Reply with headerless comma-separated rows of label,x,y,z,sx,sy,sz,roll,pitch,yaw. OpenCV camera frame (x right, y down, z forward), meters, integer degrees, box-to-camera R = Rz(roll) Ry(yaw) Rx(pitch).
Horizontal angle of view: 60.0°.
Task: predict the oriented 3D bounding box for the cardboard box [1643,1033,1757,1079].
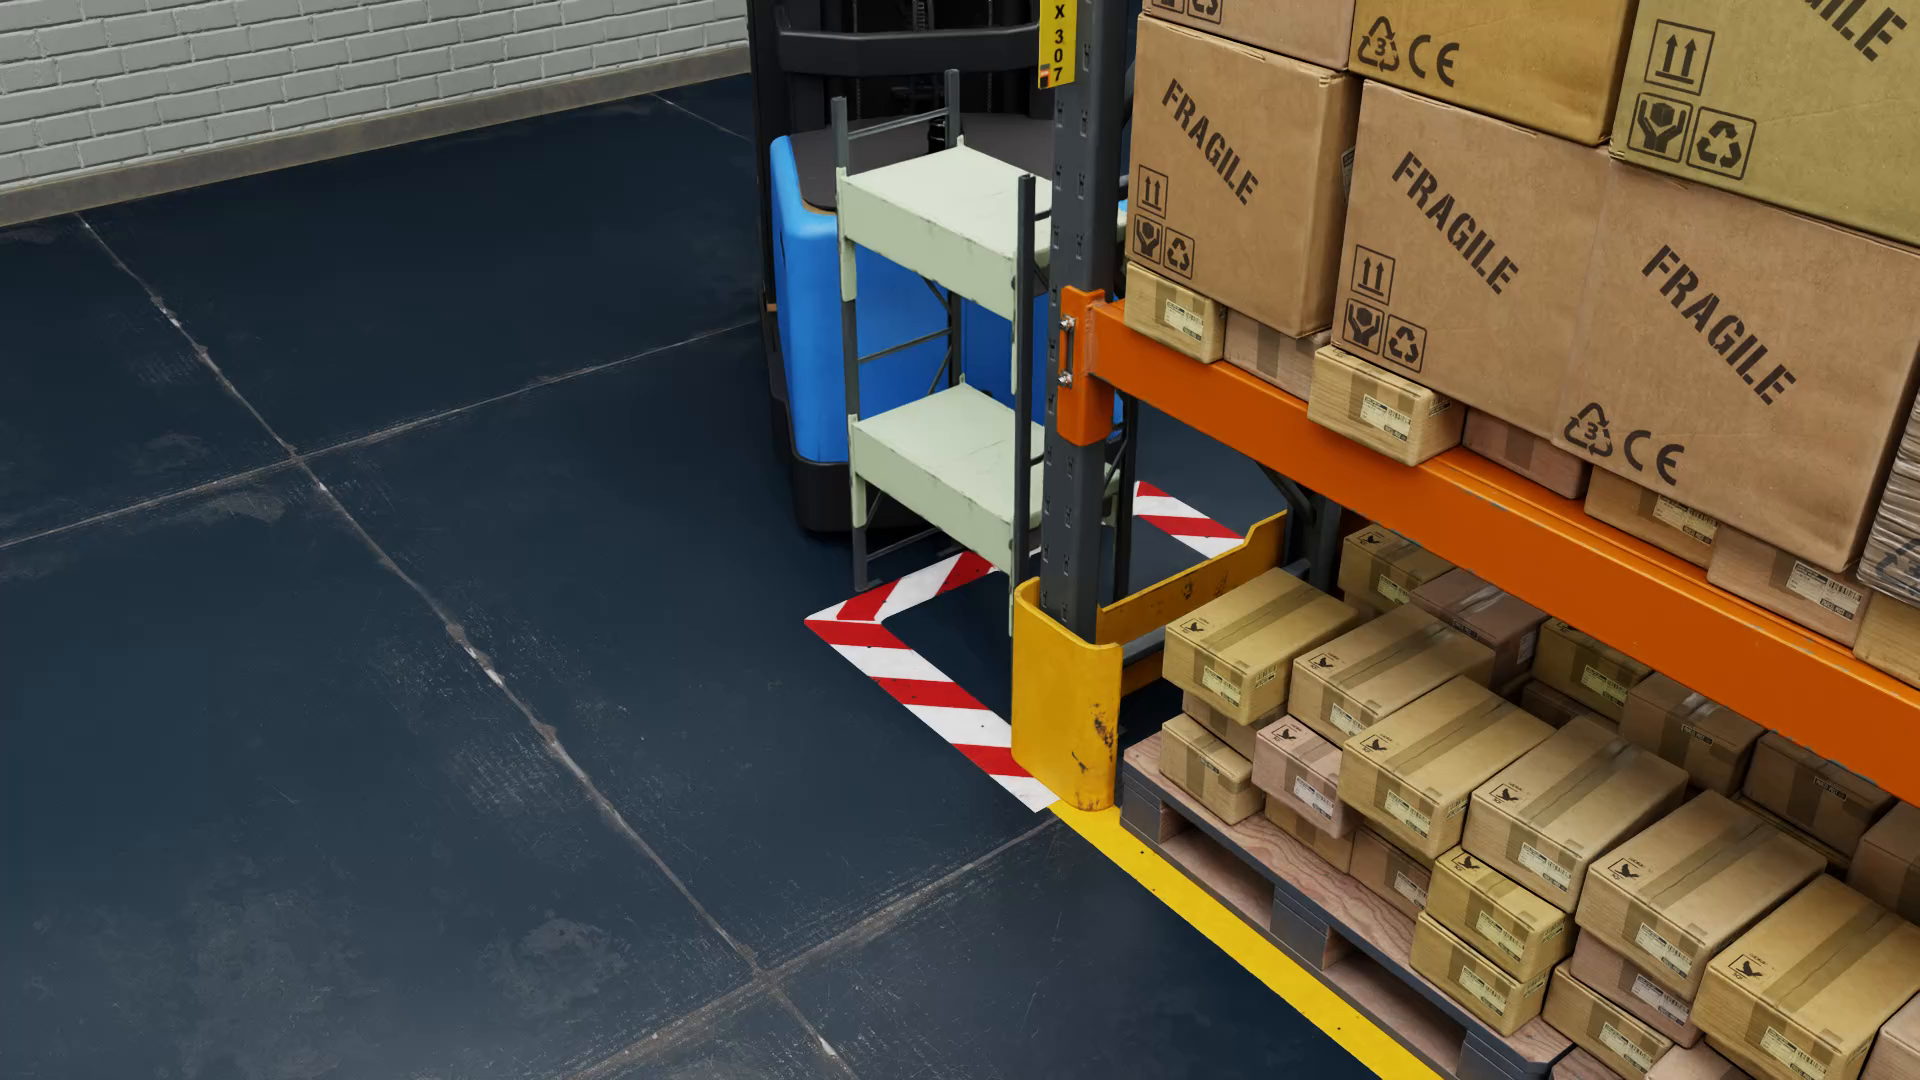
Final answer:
cardboard box,1.465,1.015,3.077,0.380,0.149,0.250,-24,39,-34

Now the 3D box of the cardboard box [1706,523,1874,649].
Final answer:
cardboard box,1.422,-0.006,2.655,0.380,0.149,0.250,-23,39,-32

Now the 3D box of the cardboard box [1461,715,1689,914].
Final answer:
cardboard box,1.215,0.534,3.287,0.380,0.149,0.250,-24,39,-34

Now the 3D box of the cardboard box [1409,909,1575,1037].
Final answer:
cardboard box,1.149,0.808,3.411,0.380,0.149,0.250,-22,38,-31

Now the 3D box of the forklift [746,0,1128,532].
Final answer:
forklift,-0.210,-2.004,5.759,1.129,2.867,3.031,-5,32,-7

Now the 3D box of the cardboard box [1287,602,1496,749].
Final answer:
cardboard box,0.944,0.311,3.646,0.380,0.149,0.250,-22,38,-31

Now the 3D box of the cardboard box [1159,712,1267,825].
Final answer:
cardboard box,0.696,0.482,3.935,0.380,0.149,0.250,-21,38,-30

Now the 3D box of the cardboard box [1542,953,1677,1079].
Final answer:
cardboard box,1.380,0.883,3.289,0.380,0.149,0.250,-22,38,-31

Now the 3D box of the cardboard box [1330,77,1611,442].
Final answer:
cardboard box,1.033,-0.550,2.916,0.500,0.500,0.500,-22,38,-31

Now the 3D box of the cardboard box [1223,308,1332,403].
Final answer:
cardboard box,0.756,-0.432,3.341,0.380,0.149,0.250,-21,37,-30

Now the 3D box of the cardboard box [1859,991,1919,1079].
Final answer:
cardboard box,1.733,0.851,2.776,0.380,0.149,0.250,-22,38,-31

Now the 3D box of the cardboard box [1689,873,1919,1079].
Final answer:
cardboard box,1.503,0.777,2.895,0.380,0.149,0.250,-22,38,-31

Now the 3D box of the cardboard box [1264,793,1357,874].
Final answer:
cardboard box,0.921,0.564,3.802,0.380,0.149,0.250,-22,38,-32

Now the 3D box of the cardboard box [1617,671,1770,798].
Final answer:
cardboard box,1.629,0.364,3.561,0.380,0.149,0.250,-24,39,-33

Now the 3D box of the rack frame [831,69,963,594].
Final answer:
rack frame,-0.159,-0.544,4.697,0.400,1.500,0.023,-23,39,-32

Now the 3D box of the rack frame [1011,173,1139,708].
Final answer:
rack frame,0.298,-0.241,4.211,0.400,1.500,0.023,-23,39,-32

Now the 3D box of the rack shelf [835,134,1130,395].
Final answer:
rack shelf,0.067,-0.722,4.245,0.431,0.370,0.720,-23,39,-32

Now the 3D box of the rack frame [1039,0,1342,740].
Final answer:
rack frame,0.627,-0.873,3.812,1.000,3.000,0.127,-22,38,-31

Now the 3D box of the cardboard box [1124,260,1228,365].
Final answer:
cardboard box,0.567,-0.525,3.490,0.380,0.149,0.250,-23,38,-32

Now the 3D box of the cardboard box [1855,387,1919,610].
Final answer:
cardboard box,1.641,-0.132,2.242,0.500,0.500,0.500,-23,39,-33

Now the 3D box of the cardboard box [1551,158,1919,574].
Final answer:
cardboard box,1.323,-0.342,2.581,0.500,0.500,0.500,-22,38,-31

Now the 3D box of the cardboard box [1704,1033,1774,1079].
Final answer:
cardboard box,1.598,0.862,3.041,0.380,0.149,0.250,-20,37,-29

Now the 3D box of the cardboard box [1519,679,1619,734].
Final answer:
cardboard box,1.496,0.377,3.822,0.380,0.149,0.250,-24,39,-33

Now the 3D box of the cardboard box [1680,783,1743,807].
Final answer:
cardboard box,1.580,0.522,3.588,0.380,0.149,0.250,-23,38,-32

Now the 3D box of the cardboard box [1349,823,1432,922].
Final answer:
cardboard box,1.079,0.666,3.639,0.380,0.149,0.250,-22,38,-31

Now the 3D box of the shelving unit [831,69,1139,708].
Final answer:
shelving unit,0.070,-0.392,4.454,0.431,1.500,0.755,-23,39,-32

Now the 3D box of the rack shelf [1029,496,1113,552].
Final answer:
rack shelf,0.071,-0.177,4.590,0.332,0.071,0.664,-23,39,-32

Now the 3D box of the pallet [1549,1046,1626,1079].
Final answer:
pallet,1.888,1.202,3.115,1.003,0.211,1.213,-22,38,-31

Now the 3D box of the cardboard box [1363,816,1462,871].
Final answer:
cardboard box,1.089,0.541,3.559,0.380,0.149,0.250,-22,38,-31

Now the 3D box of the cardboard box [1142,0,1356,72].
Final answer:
cardboard box,0.693,-1.193,3.004,0.500,0.500,0.500,-23,38,-32

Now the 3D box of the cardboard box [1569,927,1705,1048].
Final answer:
cardboard box,1.399,0.763,3.201,0.380,0.149,0.250,-24,39,-34

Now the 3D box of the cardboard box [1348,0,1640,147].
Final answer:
cardboard box,1.007,-0.985,2.669,0.500,0.500,0.500,-21,38,-30

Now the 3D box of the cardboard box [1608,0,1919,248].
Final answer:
cardboard box,1.309,-0.761,2.308,0.500,0.500,0.500,-23,39,-32

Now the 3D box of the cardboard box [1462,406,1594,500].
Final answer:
cardboard box,1.146,-0.239,3.030,0.380,0.149,0.250,-20,37,-29

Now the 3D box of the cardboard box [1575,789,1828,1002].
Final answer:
cardboard box,1.378,0.653,3.096,0.380,0.149,0.250,-21,37,-30

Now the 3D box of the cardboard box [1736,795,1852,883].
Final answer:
cardboard box,1.824,0.589,3.481,0.380,0.149,0.250,-22,38,-31

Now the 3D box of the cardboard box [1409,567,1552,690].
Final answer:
cardboard box,1.261,0.169,3.875,0.380,0.149,0.250,-21,38,-30

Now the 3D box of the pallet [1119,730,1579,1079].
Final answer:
pallet,1.144,0.693,3.933,1.003,0.211,1.213,-22,38,-31

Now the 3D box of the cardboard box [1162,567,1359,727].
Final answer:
cardboard box,0.680,0.235,3.768,0.380,0.149,0.250,-24,39,-33

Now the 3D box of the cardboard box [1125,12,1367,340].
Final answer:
cardboard box,0.684,-0.765,3.262,0.500,0.500,0.500,-20,37,-29

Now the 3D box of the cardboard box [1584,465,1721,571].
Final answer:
cardboard box,1.293,-0.118,2.835,0.380,0.149,0.250,-23,38,-32

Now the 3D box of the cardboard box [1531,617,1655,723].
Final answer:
cardboard box,1.520,0.236,3.767,0.380,0.149,0.250,-23,39,-32

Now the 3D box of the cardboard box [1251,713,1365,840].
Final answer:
cardboard box,0.869,0.467,3.677,0.380,0.149,0.250,-22,38,-32

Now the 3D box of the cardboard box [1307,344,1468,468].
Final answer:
cardboard box,0.878,-0.303,3.133,0.380,0.149,0.250,-23,39,-33

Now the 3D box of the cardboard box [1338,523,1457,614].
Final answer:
cardboard box,1.152,0.046,4.073,0.380,0.149,0.250,-22,38,-31

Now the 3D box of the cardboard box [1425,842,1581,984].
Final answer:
cardboard box,1.161,0.683,3.330,0.380,0.149,0.250,-21,38,-30

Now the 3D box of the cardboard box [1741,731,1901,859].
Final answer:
cardboard box,1.837,0.458,3.409,0.380,0.149,0.250,-21,37,-30

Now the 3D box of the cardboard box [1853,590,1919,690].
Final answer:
cardboard box,1.564,0.109,2.470,0.380,0.149,0.250,-21,37,-30

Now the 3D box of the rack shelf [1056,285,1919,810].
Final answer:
rack shelf,1.854,0.266,2.660,1.077,0.370,4.000,-22,38,-31

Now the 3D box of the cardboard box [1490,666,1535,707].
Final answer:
cardboard box,1.294,0.287,3.966,0.380,0.149,0.250,-23,39,-32

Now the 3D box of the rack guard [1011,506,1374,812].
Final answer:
rack guard,0.674,0.221,4.421,1.175,0.500,0.348,-22,38,-31

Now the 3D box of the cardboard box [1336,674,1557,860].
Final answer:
cardboard box,0.998,0.458,3.410,0.380,0.149,0.250,-22,38,-32

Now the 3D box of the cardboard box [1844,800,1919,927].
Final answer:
cardboard box,1.911,0.604,3.175,0.380,0.149,0.250,-24,39,-33

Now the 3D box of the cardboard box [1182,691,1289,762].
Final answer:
cardboard box,0.746,0.335,3.890,0.380,0.149,0.250,-21,37,-29
